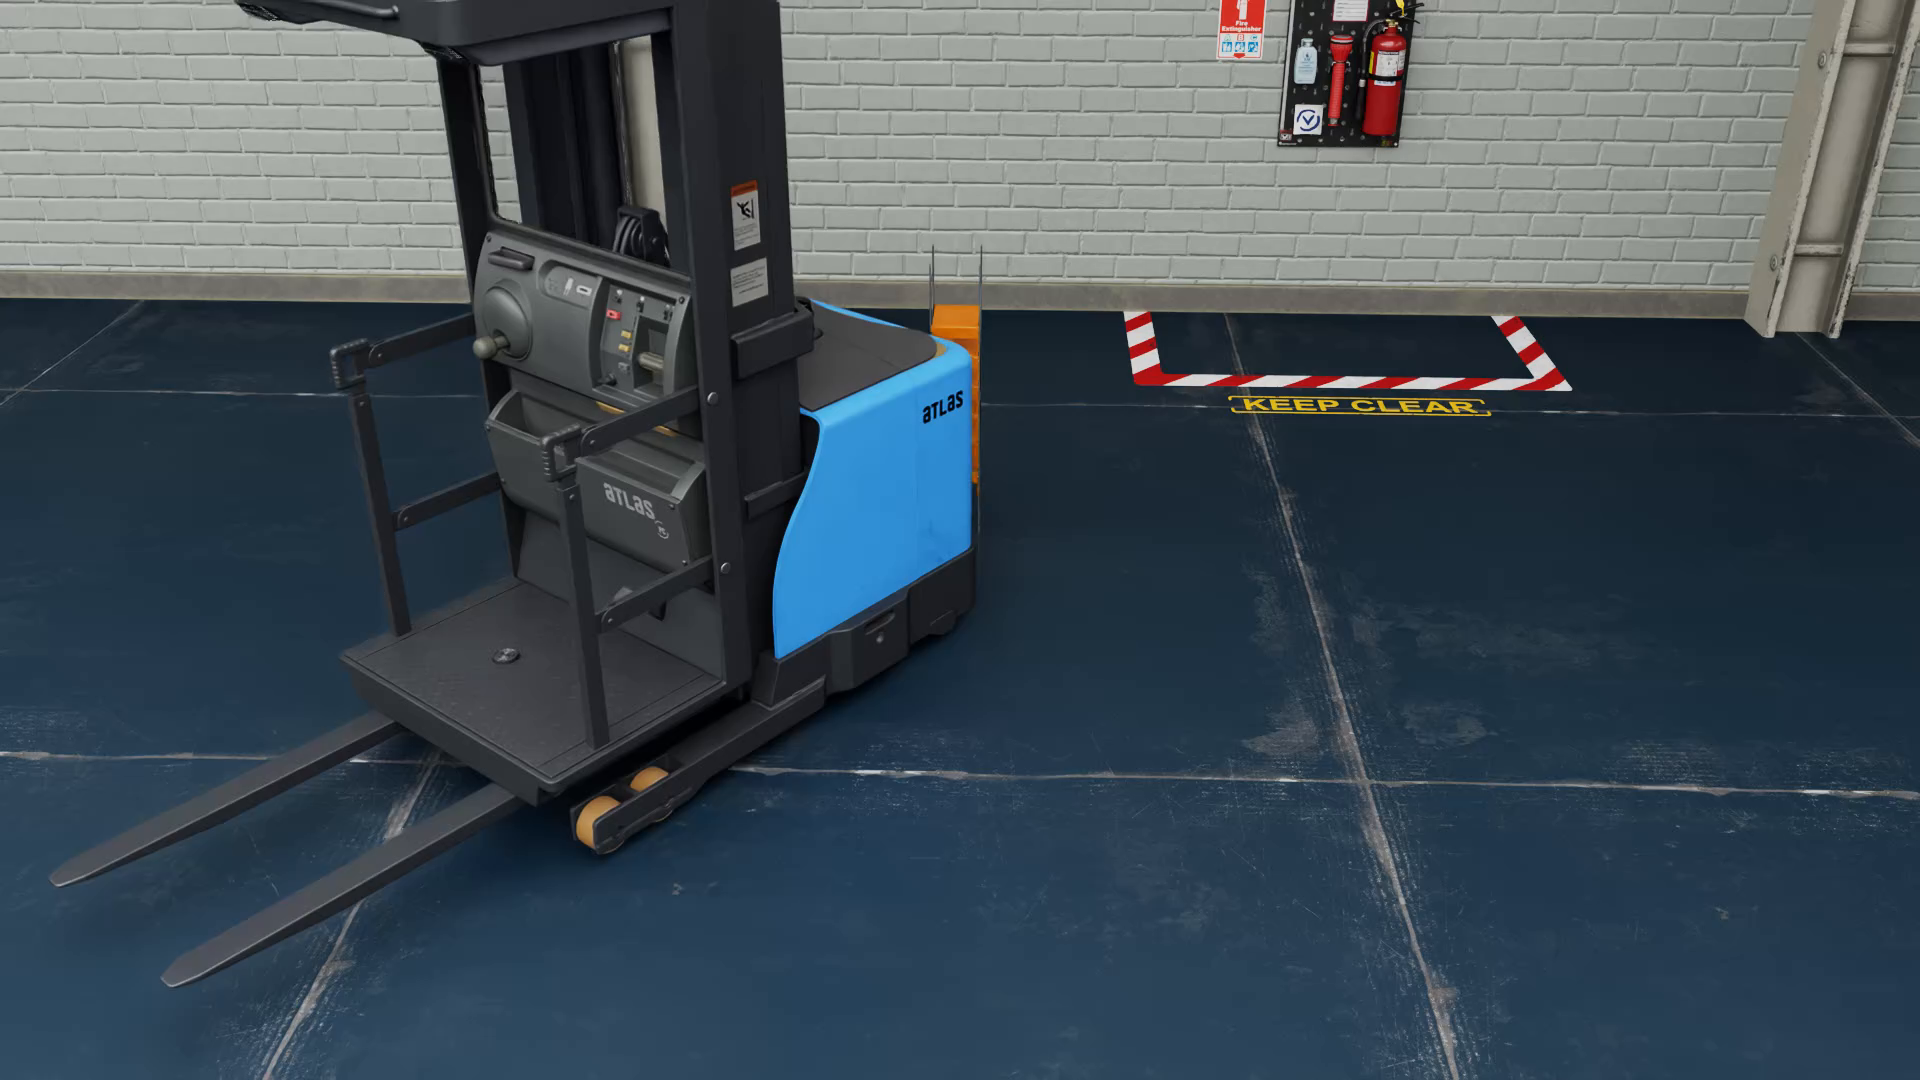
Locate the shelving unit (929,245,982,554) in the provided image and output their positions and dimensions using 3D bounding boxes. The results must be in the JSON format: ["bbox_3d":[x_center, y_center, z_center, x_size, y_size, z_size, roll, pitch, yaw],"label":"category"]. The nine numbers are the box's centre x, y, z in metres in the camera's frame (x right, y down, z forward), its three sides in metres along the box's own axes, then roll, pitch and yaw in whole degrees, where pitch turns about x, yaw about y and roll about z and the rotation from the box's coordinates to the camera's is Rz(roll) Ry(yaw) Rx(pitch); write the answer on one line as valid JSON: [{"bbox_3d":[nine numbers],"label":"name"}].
[{"bbox_3d":[-0.014,-0.530,6.469,0.189,1.200,0.258,1,28,2],"label":"shelving unit"}]

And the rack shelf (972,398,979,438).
[{"bbox_3d":[-0.014,-0.491,6.490,0.180,0.103,0.258,1,28,2],"label":"rack shelf"}]

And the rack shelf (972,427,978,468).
[{"bbox_3d":[-0.014,-0.385,6.546,0.180,0.103,0.258,1,28,2],"label":"rack shelf"}]

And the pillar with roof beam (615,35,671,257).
[{"bbox_3d":[-1.708,-3.199,3.176,0.400,9.000,9.100,1,28,2],"label":"pillar with roof beam"}]

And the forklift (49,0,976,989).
[{"bbox_3d":[-1.268,-0.623,4.796,1.130,2.935,3.031,21,34,34],"label":"forklift"}]

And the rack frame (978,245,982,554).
[{"bbox_3d":[0.077,-0.529,6.467,0.006,1.200,0.240,1,28,2],"label":"rack frame"}]

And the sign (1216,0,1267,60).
[{"bbox_3d":[1.423,-2.596,8.406,0.234,0.329,0.001,1,28,2],"label":"sign"}]

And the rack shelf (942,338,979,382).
[{"bbox_3d":[-0.014,-0.703,6.378,0.180,0.103,0.258,1,28,2],"label":"rack shelf"}]

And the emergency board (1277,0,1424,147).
[{"bbox_3d":[1.972,-2.523,8.306,0.643,1.169,0.194,1,28,2],"label":"emergency board"}]

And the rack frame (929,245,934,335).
[{"bbox_3d":[-0.106,-0.532,6.472,0.006,1.200,0.240,1,28,2],"label":"rack frame"}]

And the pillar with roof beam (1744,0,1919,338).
[{"bbox_3d":[4.288,-3.099,2.989,0.400,9.000,9.100,1,28,2],"label":"pillar with roof beam"}]

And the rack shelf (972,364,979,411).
[{"bbox_3d":[-0.014,-0.597,6.434,0.180,0.103,0.258,1,28,2],"label":"rack shelf"}]

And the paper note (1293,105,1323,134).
[{"bbox_3d":[1.797,-2.169,8.579,0.142,0.148,0.016,1,28,2],"label":"paper note"}]

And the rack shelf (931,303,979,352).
[{"bbox_3d":[-0.014,-0.809,6.322,0.180,0.103,0.258,1,28,2],"label":"rack shelf"}]

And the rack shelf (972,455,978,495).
[{"bbox_3d":[-0.014,-0.279,6.603,0.180,0.103,0.258,1,28,2],"label":"rack shelf"}]
